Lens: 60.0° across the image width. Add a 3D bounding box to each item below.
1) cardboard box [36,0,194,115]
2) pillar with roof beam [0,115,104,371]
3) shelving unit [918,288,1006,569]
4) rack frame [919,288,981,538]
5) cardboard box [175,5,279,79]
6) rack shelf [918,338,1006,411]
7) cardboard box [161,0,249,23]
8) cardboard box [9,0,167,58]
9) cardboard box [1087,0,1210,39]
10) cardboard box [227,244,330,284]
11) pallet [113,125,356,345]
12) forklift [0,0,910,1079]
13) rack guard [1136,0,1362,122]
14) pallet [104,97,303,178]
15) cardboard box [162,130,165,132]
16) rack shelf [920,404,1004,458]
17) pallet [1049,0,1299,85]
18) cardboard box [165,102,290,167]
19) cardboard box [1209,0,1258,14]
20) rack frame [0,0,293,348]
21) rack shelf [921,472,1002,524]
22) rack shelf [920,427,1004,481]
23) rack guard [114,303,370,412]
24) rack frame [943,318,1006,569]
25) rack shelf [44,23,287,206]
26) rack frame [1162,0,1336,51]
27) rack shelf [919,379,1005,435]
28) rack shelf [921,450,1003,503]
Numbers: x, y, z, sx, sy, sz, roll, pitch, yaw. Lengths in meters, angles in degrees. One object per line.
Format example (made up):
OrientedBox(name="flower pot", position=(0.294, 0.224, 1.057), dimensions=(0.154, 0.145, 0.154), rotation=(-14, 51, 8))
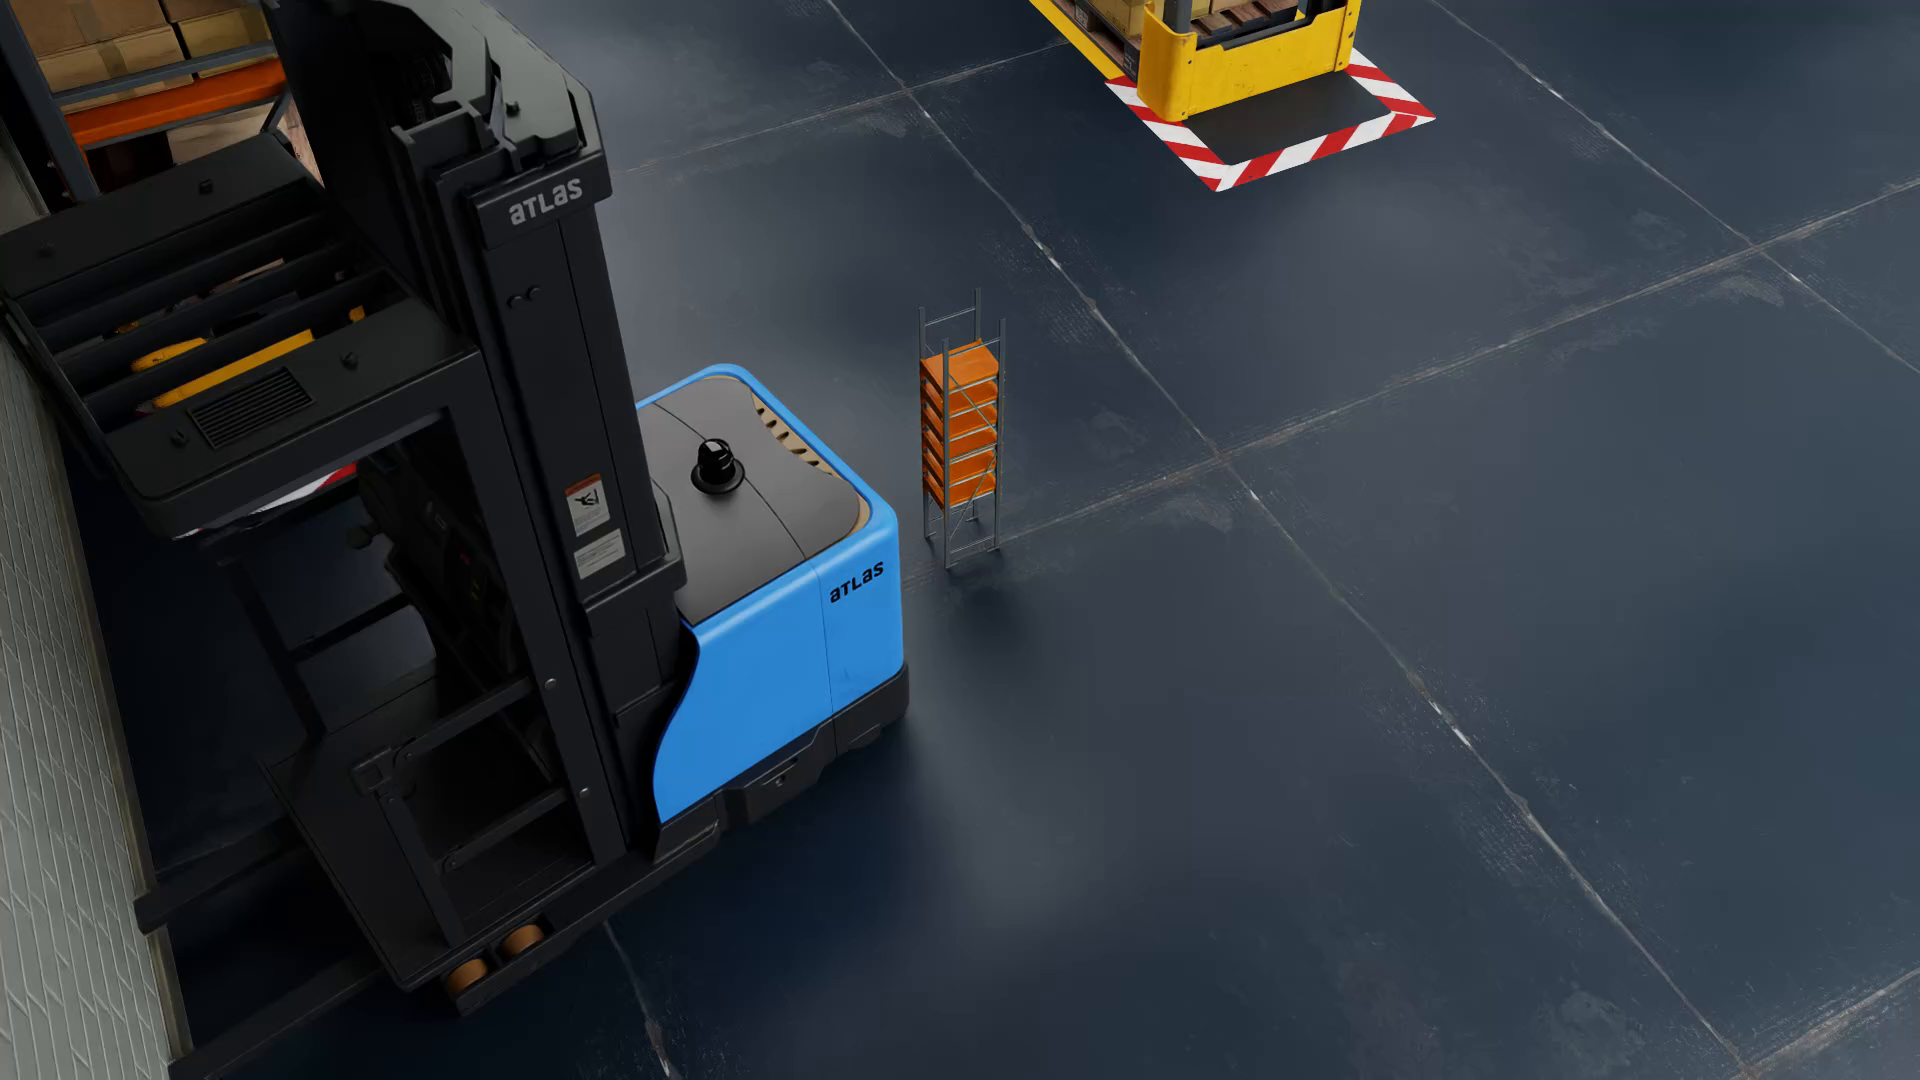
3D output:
OrientedBox(name="cardboard box", position=(-3.303, -1.936, 6.430), dimensions=(0.500, 0.250, 0.500), rotation=(-20, 52, -17))
OrientedBox(name="pillar with roof beam", position=(-0.178, -5.361, 5.353), dimensions=(9.100, 9.000, 0.400), rotation=(-21, 52, -18))
OrientedBox(name="shelving unit", position=(0.007, -0.385, 6.183), dimensions=(0.258, 1.200, 0.189), rotation=(-21, 52, -18))
OrientedBox(name="rack frame", position=(-0.035, -0.447, 6.236), dimensions=(0.240, 1.200, 0.006), rotation=(-21, 52, -18))
OrientedBox(name="cardboard box", position=(-2.858, -2.126, 6.596), dimensions=(0.500, 0.250, 0.500), rotation=(-23, 53, -19))
OrientedBox(name="rack shelf", position=(0.007, -0.593, 5.945), dimensions=(0.258, 0.103, 0.180), rotation=(-21, 52, -18))
OrientedBox(name="cardboard box", position=(-2.868, -2.360, 6.302), dimensions=(0.500, 0.500, 0.500), rotation=(-21, 52, -17))
OrientedBox(name="cardboard box", position=(-3.322, -2.179, 6.144), dimensions=(0.500, 0.500, 0.500), rotation=(-22, 52, -18))
OrientedBox(name="cardboard box", position=(0.978, -2.932, 8.762), dimensions=(0.500, 0.250, 0.500), rotation=(-21, 52, -18))
OrientedBox(name="cardboard box", position=(-3.153, -1.487, 7.444), dimensions=(0.500, 0.311, 0.500), rotation=(-27, 54, -21))
OrientedBox(name="pallet", position=(-3.292, -1.422, 7.746), dimensions=(1.003, 0.211, 1.213), rotation=(-21, 52, -18))
OrientedBox(name="forklift", position=(-1.648, 0.081, 4.625), dimensions=(3.031, 2.935, 1.130), rotation=(-31, 56, -24))
OrientedBox(name="rack guard", position=(1.497, -2.603, 8.587), dimensions=(1.175, 0.500, 0.348), rotation=(-21, 52, -18))
OrientedBox(name="pallet", position=(-3.846, -2.237, 8.459), dimensions=(1.003, 0.211, 1.213), rotation=(-21, 52, -18))
OrientedBox(name="cardboard box", position=(-3.706, -2.439, 8.151), dimensions=(0.700, 0.500, 0.500), rotation=(-24, 53, -20))
OrientedBox(name="rack shelf", position=(0.007, -0.435, 6.126), dimensions=(0.258, 0.103, 0.180), rotation=(-21, 52, -18))
OrientedBox(name="pallet", position=(1.099, -3.021, 9.145), dimensions=(1.003, 0.211, 1.213), rotation=(-21, 52, -18))
OrientedBox(name="cardboard box", position=(-3.414, -1.868, 7.778), dimensions=(0.500, 0.311, 0.500), rotation=(-17, 51, -15))
OrientedBox(name="cardboard box", position=(1.438, -3.110, 8.918), dimensions=(0.500, 0.250, 0.500), rotation=(-21, 52, -18))
OrientedBox(name="rack frame", position=(-2.917, -1.733, 6.166), dimensions=(1.000, 3.000, 0.127), rotation=(-21, 52, -18))
OrientedBox(name="rack shelf", position=(0.007, -0.198, 6.397), dimensions=(0.258, 0.103, 0.180), rotation=(-21, 52, -18))
OrientedBox(name="rack shelf", position=(0.007, -0.356, 6.216), dimensions=(0.258, 0.103, 0.180), rotation=(-21, 52, -18))
OrientedBox(name="rack guard", position=(-2.952, -0.961, 7.151), dimensions=(1.175, 0.500, 0.348), rotation=(-21, 52, -18))
OrientedBox(name="rack frame", position=(0.048, -0.324, 6.129), dimensions=(0.240, 1.200, 0.006), rotation=(-21, 52, -18))
OrientedBox(name="rack shelf", position=(-3.832, -2.835, 7.607), dimensions=(1.077, 0.370, 4.000), rotation=(-21, 52, -18))
OrientedBox(name="rack frame", position=(1.486, -3.442, 7.660), dimensions=(1.000, 3.000, 0.127), rotation=(-21, 52, -18))
OrientedBox(name="rack shelf", position=(0.007, -0.514, 6.035), dimensions=(0.258, 0.103, 0.180), rotation=(-21, 52, -18))
OrientedBox(name="rack shelf", position=(0.007, -0.277, 6.306), dimensions=(0.258, 0.103, 0.180), rotation=(-21, 52, -18))
